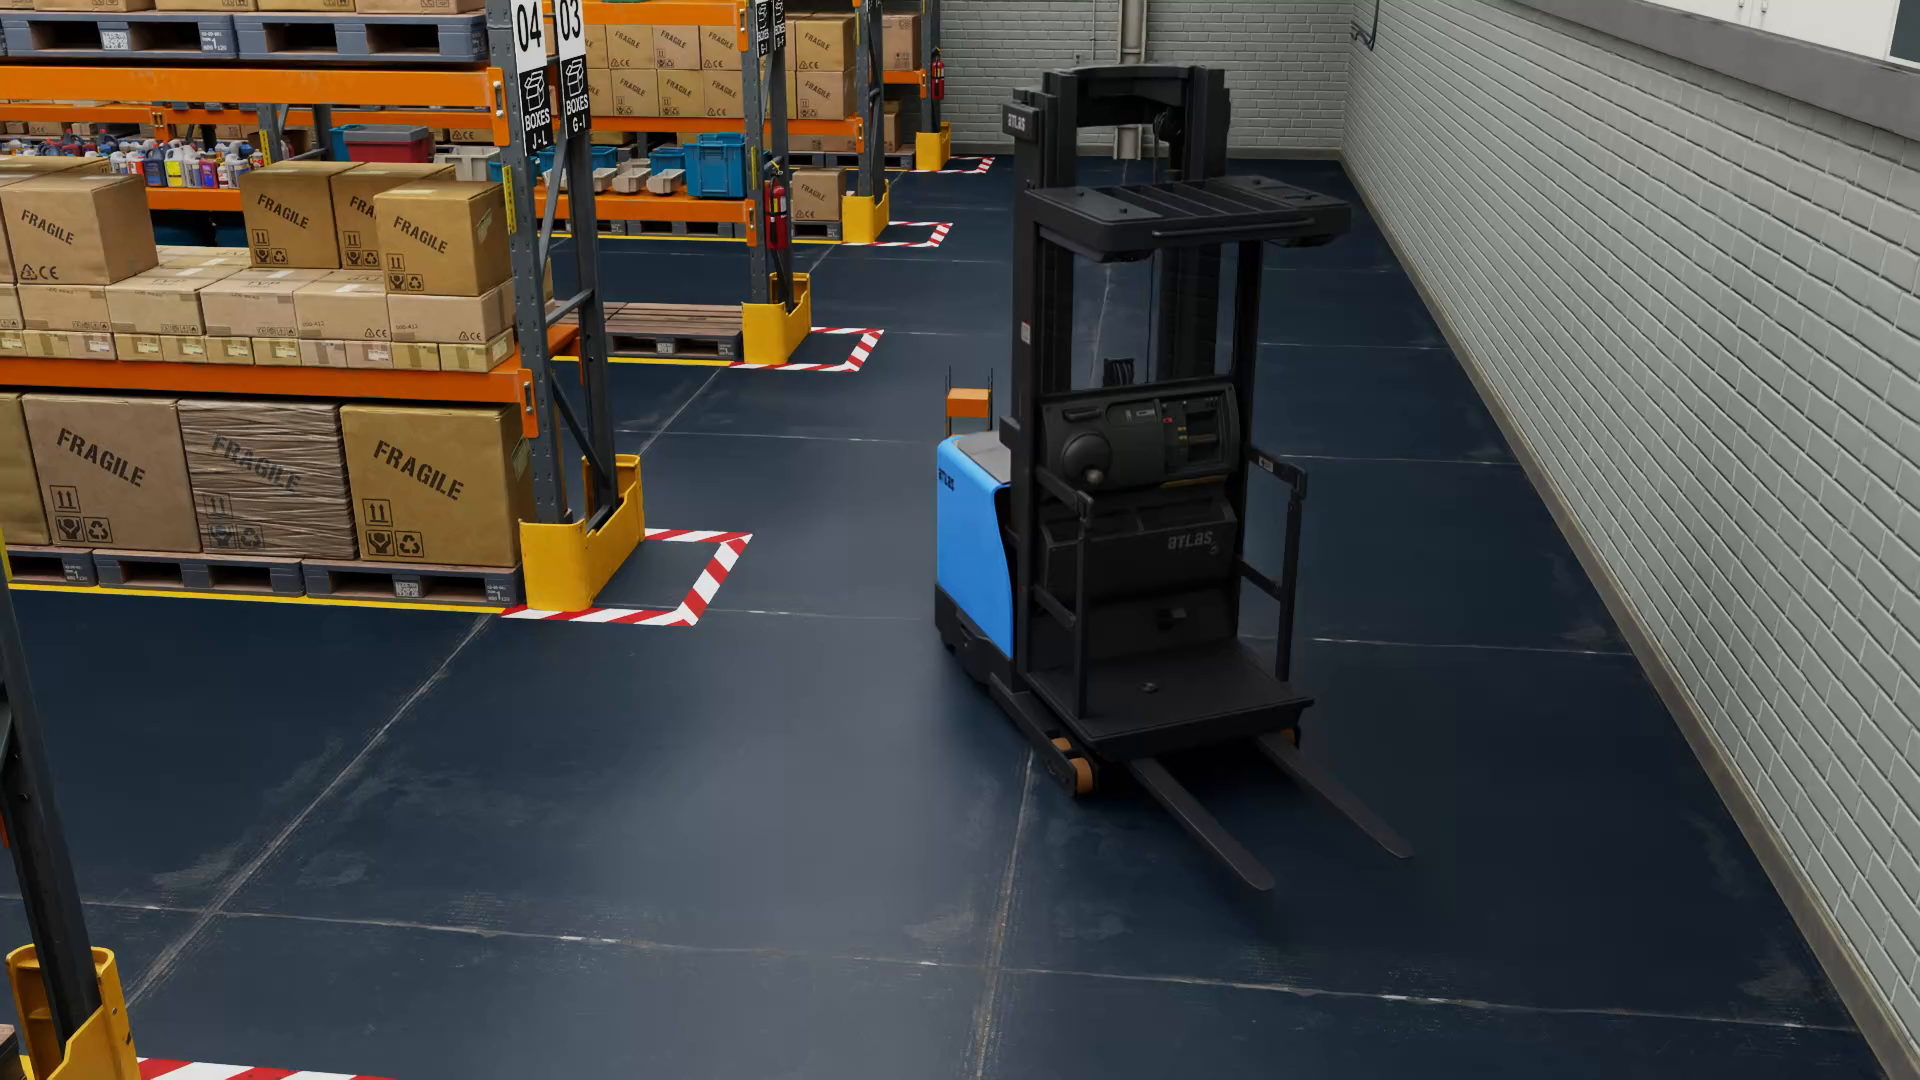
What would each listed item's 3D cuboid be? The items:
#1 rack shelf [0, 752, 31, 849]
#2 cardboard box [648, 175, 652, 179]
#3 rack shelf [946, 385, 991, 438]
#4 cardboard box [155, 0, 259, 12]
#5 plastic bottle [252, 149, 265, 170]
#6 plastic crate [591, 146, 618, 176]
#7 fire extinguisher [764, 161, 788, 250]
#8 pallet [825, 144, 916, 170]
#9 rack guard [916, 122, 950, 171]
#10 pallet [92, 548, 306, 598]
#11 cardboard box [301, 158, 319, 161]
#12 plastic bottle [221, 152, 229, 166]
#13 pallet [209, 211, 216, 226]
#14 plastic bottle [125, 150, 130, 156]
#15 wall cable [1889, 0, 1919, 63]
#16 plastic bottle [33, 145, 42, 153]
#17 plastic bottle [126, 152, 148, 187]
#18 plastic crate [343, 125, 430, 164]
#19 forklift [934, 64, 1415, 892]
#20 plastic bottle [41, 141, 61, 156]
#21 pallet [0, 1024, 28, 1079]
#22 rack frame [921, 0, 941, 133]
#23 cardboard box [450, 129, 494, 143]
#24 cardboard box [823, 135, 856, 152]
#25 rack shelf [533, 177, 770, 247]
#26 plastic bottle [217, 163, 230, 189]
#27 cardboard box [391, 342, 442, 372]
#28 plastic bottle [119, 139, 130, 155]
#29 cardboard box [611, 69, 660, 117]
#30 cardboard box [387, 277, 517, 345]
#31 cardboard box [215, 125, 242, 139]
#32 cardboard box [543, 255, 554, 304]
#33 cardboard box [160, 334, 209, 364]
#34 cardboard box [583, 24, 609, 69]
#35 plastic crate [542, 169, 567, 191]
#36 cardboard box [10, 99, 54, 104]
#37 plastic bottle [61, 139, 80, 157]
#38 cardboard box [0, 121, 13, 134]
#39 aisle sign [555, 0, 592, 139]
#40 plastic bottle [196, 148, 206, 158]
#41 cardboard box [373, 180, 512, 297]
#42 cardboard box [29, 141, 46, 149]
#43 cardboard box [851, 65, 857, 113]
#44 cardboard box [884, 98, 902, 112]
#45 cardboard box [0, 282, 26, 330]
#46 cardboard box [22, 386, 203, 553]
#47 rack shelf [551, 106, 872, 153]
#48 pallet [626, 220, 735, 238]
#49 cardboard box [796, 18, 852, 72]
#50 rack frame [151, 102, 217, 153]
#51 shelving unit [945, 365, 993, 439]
[{"bbox_3d":[-4.812,0.830,4.740,4.000,0.370,1.077,2,22,6],"label":"rack shelf"},{"bbox_3d":[-3.601,-4.015,19.075,0.500,0.311,0.500,2,22,6],"label":"cardboard box"},{"bbox_3d":[0.053,-0.740,9.641,0.240,0.259,0.215,2,22,6],"label":"rack shelf"},{"bbox_3d":[-3.729,-2.984,8.485,0.500,0.500,0.700,1,22,3],"label":"cardboard box"},{"bbox_3d":[-6.095,-3.290,14.451,0.097,0.201,0.097,0,22,0],"label":"plastic bottle"},{"bbox_3d":[-3.073,-3.171,14.027,0.300,0.233,0.416,2,22,6],"label":"plastic crate"},{"bbox_3d":[-1.463,-2.651,13.179,0.183,0.674,0.296,2,22,6],"label":"fire extinguisher"},{"bbox_3d":[-1.197,-5.360,23.209,1.213,0.211,1.003,2,22,6],"label":"pallet"},{"bbox_3d":[-0.370,-5.487,23.138,0.348,0.500,1.175,2,22,6],"label":"rack guard"},{"bbox_3d":[-4.154,0.012,9.622,1.213,0.211,1.003,2,22,6],"label":"pallet"},{"bbox_3d":[-7.481,-4.062,18.935,0.500,0.500,0.500,2,22,6],"label":"cardboard box"},{"bbox_3d":[-6.306,-3.243,14.332,0.097,0.201,0.097,0,22,0],"label":"plastic bottle"},{"bbox_3d":[-8.180,-3.845,19.378,1.213,0.211,1.003,2,22,6],"label":"pallet"},{"bbox_3d":[-6.962,-3.135,13.965,0.097,0.271,0.097,0,22,0],"label":"plastic bottle"},{"bbox_3d":[3.067,-4.008,3.462,0.120,5.999,2.277,2,22,6],"label":"wall cable"},{"bbox_3d":[-8.130,-3.378,14.675,0.097,0.201,0.097,0,22,0],"label":"plastic bottle"},{"bbox_3d":[-6.825,-3.085,13.833,0.135,0.276,0.152,2,22,6],"label":"plastic bottle"},{"bbox_3d":[-4.674,-3.134,13.618,0.583,0.464,0.402,2,22,6],"label":"plastic crate"},{"bbox_3d":[0.872,-0.434,7.052,1.130,2.935,3.031,-8,23,-20],"label":"forklift"},{"bbox_3d":[-7.577,-3.151,13.898,0.185,0.351,0.144,2,22,6],"label":"plastic bottle"},{"bbox_3d":[-3.704,1.827,5.031,1.213,0.211,1.003,2,22,6],"label":"pallet"},{"bbox_3d":[-0.393,-6.650,22.681,0.127,3.000,1.000,2,22,6],"label":"rack frame"},{"bbox_3d":[-6.754,-6.072,23.572,0.750,0.750,0.750,2,22,6],"label":"cardboard box"},{"bbox_3d":[-1.597,-5.699,23.103,0.500,0.500,0.700,2,22,6],"label":"cardboard box"},{"bbox_3d":[-3.545,-2.785,13.883,4.000,0.370,1.077,2,22,6],"label":"rack shelf"},{"bbox_3d":[-6.079,-3.008,13.739,0.097,0.201,0.097,0,22,0],"label":"plastic bottle"},{"bbox_3d":[-2.793,-1.014,8.766,0.250,0.149,0.380,3,22,7],"label":"cardboard box"},{"bbox_3d":[-7.305,-3.375,14.572,0.097,0.271,0.097,0,22,0],"label":"plastic bottle"},{"bbox_3d":[-3.465,-4.896,18.108,0.500,0.500,0.500,2,22,6],"label":"cardboard box"},{"bbox_3d":[-2.655,-1.218,8.739,0.500,0.250,0.500,2,22,5],"label":"cardboard box"},{"bbox_3d":[-10.556,-6.145,24.205,0.500,0.500,0.700,3,22,7],"label":"cardboard box"},{"bbox_3d":[-2.587,-1.413,9.233,0.500,0.250,0.500,2,22,5],"label":"cardboard box"},{"bbox_3d":[-4.053,-1.070,8.907,0.250,0.149,0.380,3,22,7],"label":"cardboard box"},{"bbox_3d":[-3.998,-5.381,17.974,0.500,0.500,0.500,2,22,5],"label":"cardboard box"},{"bbox_3d":[-3.252,-2.935,13.560,0.250,0.136,0.298,2,22,6],"label":"plastic crate"},{"bbox_3d":[-10.585,-5.301,19.132,0.500,0.500,0.500,1,22,3],"label":"cardboard box"},{"bbox_3d":[-7.750,-3.353,14.501,0.133,0.283,0.061,2,22,6],"label":"plastic bottle"},{"bbox_3d":[-14.317,-6.247,24.464,0.500,0.500,0.700,1,22,3],"label":"cardboard box"},{"bbox_3d":[-2.035,-2.540,8.749,0.004,0.787,0.394,2,22,6],"label":"aisle sign"},{"bbox_3d":[-6.615,-3.312,14.508,0.097,0.201,0.097,0,22,0],"label":"plastic bottle"},{"bbox_3d":[-2.657,-1.567,8.604,0.500,0.500,0.500,3,22,7],"label":"cardboard box"},{"bbox_3d":[-10.942,-4.560,19.799,0.500,0.311,0.500,2,22,6],"label":"cardboard box"},{"bbox_3d":[-1.382,-5.004,18.380,0.500,0.500,0.500,3,22,7],"label":"cardboard box"},{"bbox_3d":[-0.953,-6.046,23.100,0.250,0.149,0.380,3,22,7],"label":"cardboard box"},{"bbox_3d":[-5.185,-1.327,9.017,0.500,0.250,0.500,2,22,6],"label":"cardboard box"},{"bbox_3d":[-4.575,-0.508,9.465,0.875,0.875,0.875,2,22,6],"label":"cardboard box"},{"bbox_3d":[-2.959,-4.594,18.457,4.000,0.370,1.077,2,22,6],"label":"rack shelf"},{"bbox_3d":[-3.048,-3.636,18.850,1.213,0.211,1.003,2,22,6],"label":"pallet"},{"bbox_3d":[-1.447,-5.272,17.699,0.500,0.500,0.500,2,22,6],"label":"cardboard box"},{"bbox_3d":[-8.917,-5.188,18.982,0.127,3.000,1.000,2,22,6],"label":"rack frame"},{"bbox_3d":[0.053,-0.486,9.741,0.252,1.050,0.215,2,22,6],"label":"shelving unit"}]
